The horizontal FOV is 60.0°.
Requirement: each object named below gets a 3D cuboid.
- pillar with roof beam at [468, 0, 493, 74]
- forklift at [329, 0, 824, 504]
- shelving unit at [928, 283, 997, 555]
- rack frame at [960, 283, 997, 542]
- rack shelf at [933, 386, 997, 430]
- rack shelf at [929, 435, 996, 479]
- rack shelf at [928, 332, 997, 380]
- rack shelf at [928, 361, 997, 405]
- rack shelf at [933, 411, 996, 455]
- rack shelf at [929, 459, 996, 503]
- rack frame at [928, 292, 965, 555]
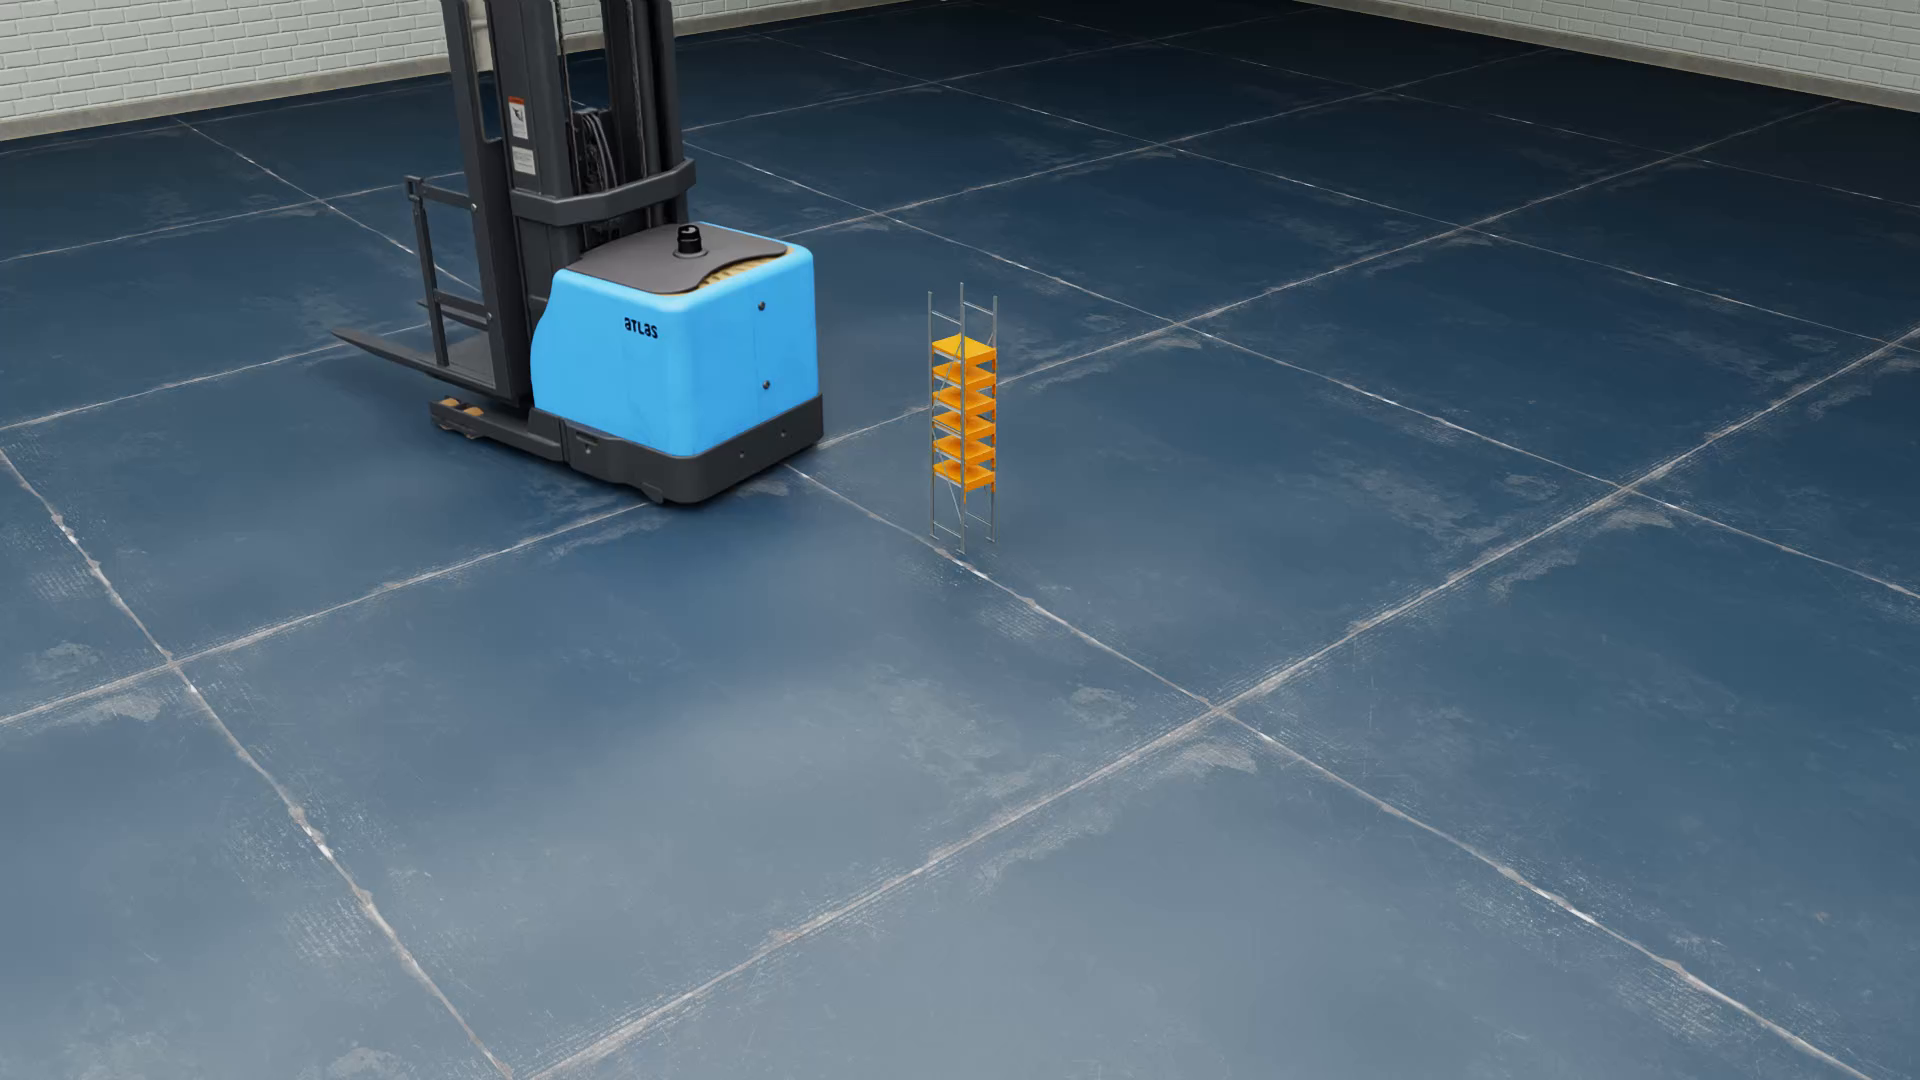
[{"bbox_3d":[-1.912,-7.096,11.481,0.400,9.000,9.100,-22,35,-35],"label":"pillar with roof beam"},{"bbox_3d":[-2.195,-2.004,8.390,3.031,2.935,1.130,19,33,31],"label":"forklift"},{"bbox_3d":[0.011,-0.534,7.475,0.189,1.200,0.258,-22,35,-35],"label":"shelving unit"},{"bbox_3d":[0.081,-0.562,7.528,0.006,1.200,0.240,-22,35,-35],"label":"rack frame"},{"bbox_3d":[0.011,-0.600,7.440,0.180,0.103,0.258,-22,35,-35],"label":"rack shelf"},{"bbox_3d":[0.011,-0.389,7.553,0.180,0.103,0.258,-22,35,-35],"label":"rack shelf"},{"bbox_3d":[0.011,-0.812,7.327,0.180,0.103,0.258,-22,35,-35],"label":"rack shelf"},{"bbox_3d":[0.011,-0.706,7.383,0.180,0.103,0.258,-22,35,-35],"label":"rack shelf"},{"bbox_3d":[0.011,-0.494,7.496,0.180,0.103,0.258,-22,35,-35],"label":"rack shelf"},{"bbox_3d":[0.011,-0.283,7.610,0.180,0.103,0.258,-22,35,-35],"label":"rack shelf"},{"bbox_3d":[-0.059,-0.506,7.423,0.006,1.200,0.240,-22,35,-35],"label":"rack frame"}]
